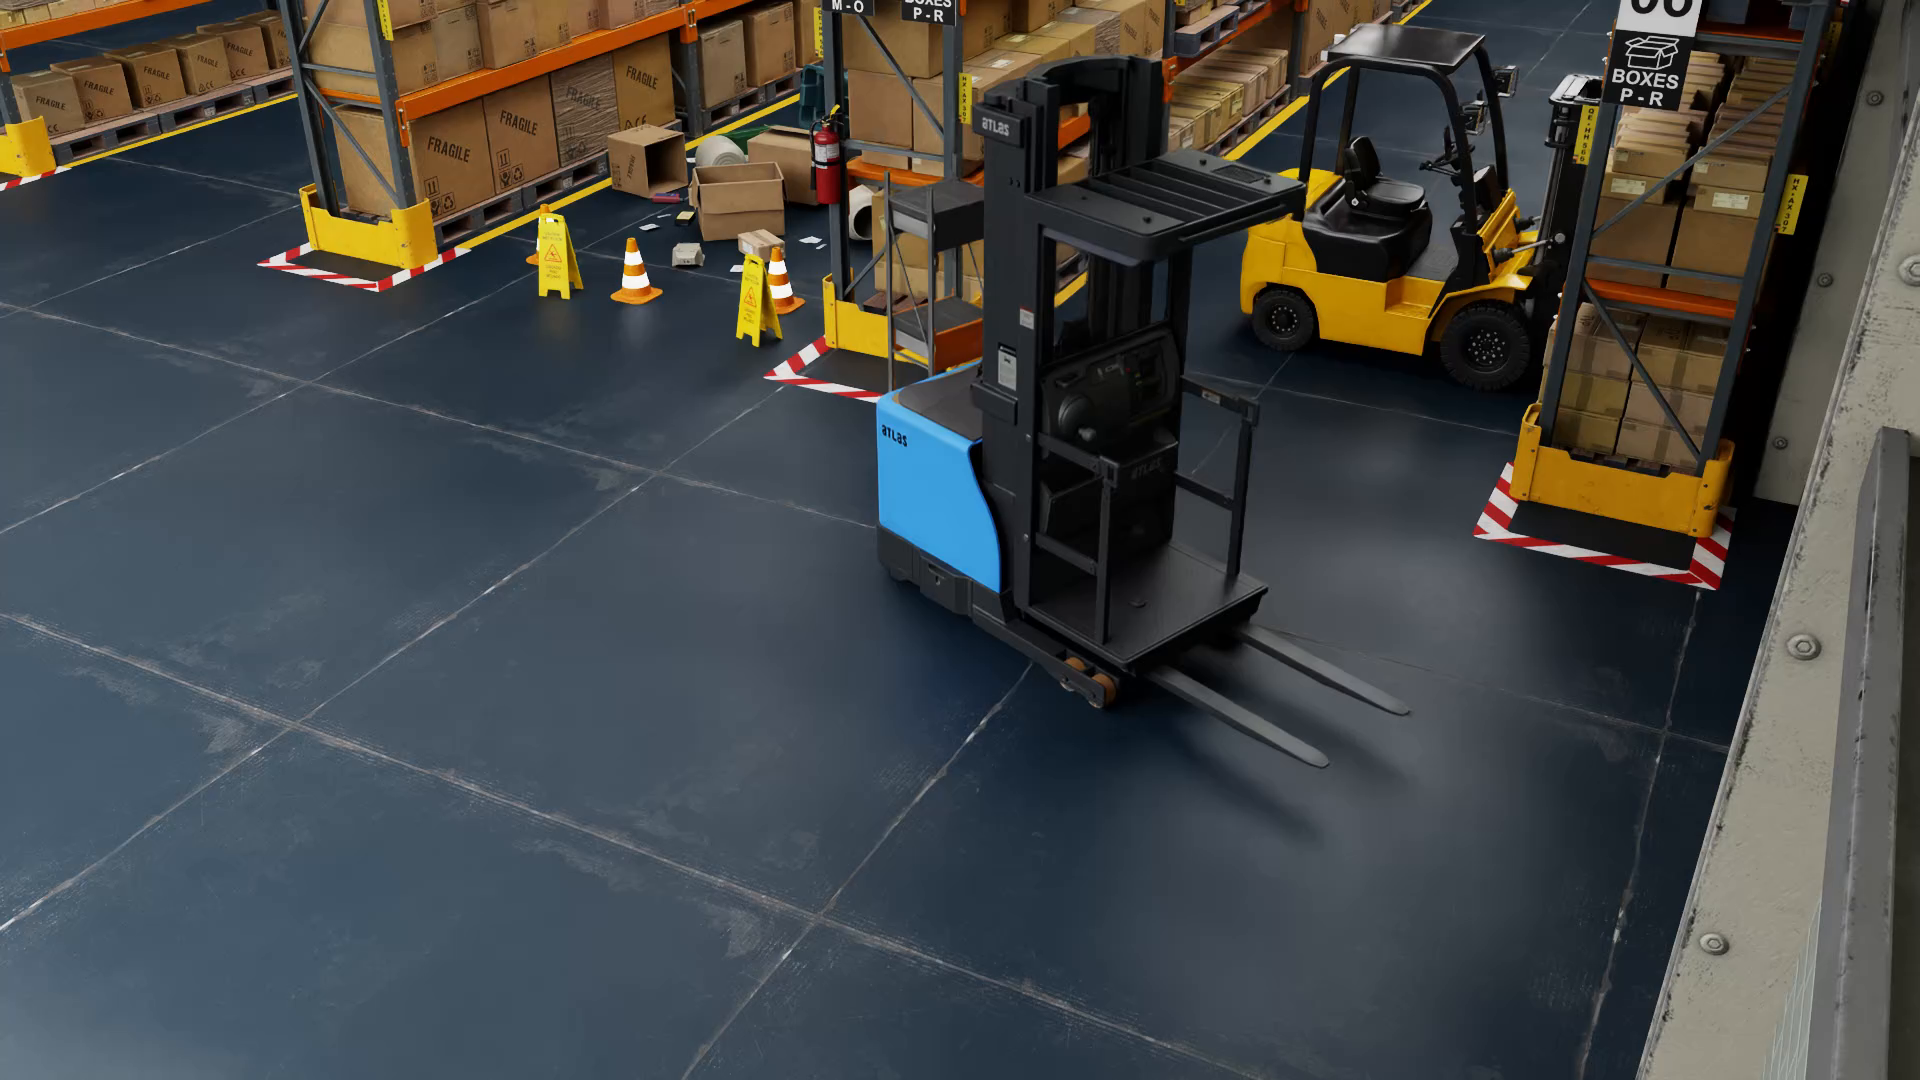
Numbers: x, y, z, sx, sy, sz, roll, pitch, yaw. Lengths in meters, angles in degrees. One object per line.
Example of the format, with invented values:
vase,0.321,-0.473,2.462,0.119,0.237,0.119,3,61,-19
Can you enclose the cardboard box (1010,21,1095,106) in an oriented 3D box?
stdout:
cardboard box,0.700,-3.648,12.691,0.500,0.500,0.500,14,33,22

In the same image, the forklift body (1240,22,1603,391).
forklift body,3.209,-2.407,11.782,2.313,2.155,1.214,14,33,23

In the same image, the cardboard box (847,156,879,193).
cardboard box,-0.911,-3.358,15.331,0.258,0.266,0.396,-7,31,-11

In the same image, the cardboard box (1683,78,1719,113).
cardboard box,4.638,-2.862,10.671,0.380,0.149,0.250,15,33,24

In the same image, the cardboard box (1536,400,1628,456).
cardboard box,3.902,-0.790,10.453,0.500,0.250,0.500,15,33,24

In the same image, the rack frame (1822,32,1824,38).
rack frame,5.791,-3.294,12.474,1.000,3.000,0.127,14,33,23

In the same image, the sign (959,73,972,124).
sign,0.032,-2.897,10.914,0.100,0.325,0.005,14,33,23

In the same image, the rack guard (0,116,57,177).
rack guard,-9.239,-3.843,15.940,1.175,0.500,0.348,14,33,23

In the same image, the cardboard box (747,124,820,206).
cardboard box,-1.486,-3.391,15.013,0.797,0.637,0.503,14,33,23

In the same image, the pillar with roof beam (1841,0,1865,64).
pillar with roof beam,6.723,-10.523,19.038,9.100,9.000,0.400,14,33,23

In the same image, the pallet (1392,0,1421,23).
pallet,5.431,-7.075,21.858,1.003,0.211,1.213,14,33,23

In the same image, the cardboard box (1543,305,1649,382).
cardboard box,3.901,-1.219,10.195,0.500,0.250,0.500,15,33,25

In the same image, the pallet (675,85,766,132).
pallet,-2.797,-4.646,17.629,1.003,0.211,1.213,14,33,23

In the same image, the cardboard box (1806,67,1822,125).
cardboard box,8.296,-4.501,16.665,0.500,0.500,0.500,14,33,23

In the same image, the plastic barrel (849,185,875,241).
plastic barrel,-0.858,-2.787,14.178,0.421,0.421,0.512,-12,32,-20

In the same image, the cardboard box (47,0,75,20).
cardboard box,-8.673,-5.070,15.819,0.380,0.149,0.250,14,33,23

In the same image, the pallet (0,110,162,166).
pallet,-8.837,-4.070,16.625,1.003,0.211,1.213,14,33,23

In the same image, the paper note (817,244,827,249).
paper note,-1.172,-2.483,14.064,0.032,0.001,0.123,14,33,23

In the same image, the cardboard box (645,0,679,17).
cardboard box,-3.239,-5.395,15.982,0.875,0.550,0.550,14,33,23

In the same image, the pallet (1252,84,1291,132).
pallet,2.836,-4.636,17.611,1.003,0.211,1.213,14,33,23

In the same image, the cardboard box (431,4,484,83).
cardboard box,-4.544,-4.212,13.921,0.875,0.550,0.550,14,33,23

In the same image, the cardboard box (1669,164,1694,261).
cardboard box,4.204,-2.069,10.241,0.500,0.500,0.500,15,33,25

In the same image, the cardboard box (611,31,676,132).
cardboard box,-3.430,-4.494,16.276,0.875,0.875,0.875,15,33,24

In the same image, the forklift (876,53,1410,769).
forklift,0.885,-0.721,8.063,1.130,2.935,3.031,-24,37,-35

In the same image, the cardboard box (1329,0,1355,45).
cardboard box,3.992,-6.134,19.131,0.875,0.875,0.875,15,33,24

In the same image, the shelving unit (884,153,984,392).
shelving unit,-0.092,-1.099,9.555,0.503,2.100,0.431,-23,37,-34

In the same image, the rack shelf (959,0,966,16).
rack shelf,0.460,-4.520,12.320,1.077,0.370,4.000,14,33,23

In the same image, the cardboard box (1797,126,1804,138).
cardboard box,5.004,-2.491,10.323,0.380,0.149,0.250,15,33,25

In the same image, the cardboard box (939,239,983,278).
cardboard box,0.173,-2.265,12.269,0.500,0.500,0.500,13,32,22

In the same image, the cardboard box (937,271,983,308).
cardboard box,0.162,-1.929,12.437,0.500,0.250,0.500,14,33,23

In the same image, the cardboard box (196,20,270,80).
cardboard box,-7.923,-5.340,18.126,0.500,0.500,0.500,-26,39,-37

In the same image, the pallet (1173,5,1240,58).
pallet,1.849,-4.641,15.012,1.003,0.211,1.213,14,33,23

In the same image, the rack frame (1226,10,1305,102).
rack frame,3.193,-6.191,17.519,1.000,3.000,0.127,14,33,23

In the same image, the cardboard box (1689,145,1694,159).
cardboard box,4.263,-2.391,10.150,0.380,0.149,0.250,14,33,23

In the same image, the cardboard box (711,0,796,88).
cardboard box,-2.436,-5.425,18.023,1.050,0.750,0.750,14,33,23

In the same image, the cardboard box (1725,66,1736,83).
cardboard box,5.357,-3.200,12.209,0.500,0.500,0.500,13,32,22

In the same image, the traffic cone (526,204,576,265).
traffic cone,-3.398,-2.536,13.702,0.336,0.463,0.334,14,33,23

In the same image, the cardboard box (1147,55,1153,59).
cardboard box,1.388,-3.985,13.930,0.380,0.149,0.250,15,33,24

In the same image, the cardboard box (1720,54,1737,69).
cardboard box,5.235,-3.422,11.646,0.380,0.149,0.250,14,33,22

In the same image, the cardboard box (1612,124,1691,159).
cardboard box,4.030,-2.297,9.688,0.380,0.149,0.250,14,33,23

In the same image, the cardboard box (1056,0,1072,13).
cardboard box,0.473,-4.440,13.067,0.700,0.500,0.500,14,33,22

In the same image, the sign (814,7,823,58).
sign,-0.936,-3.419,11.211,0.100,0.325,0.005,14,33,23

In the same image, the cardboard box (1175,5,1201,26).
cardboard box,1.904,-4.665,14.691,0.380,0.149,0.250,15,33,24

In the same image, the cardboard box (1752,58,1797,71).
cardboard box,5.461,-3.080,11.050,0.380,0.149,0.250,14,33,22

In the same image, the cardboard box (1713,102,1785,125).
cardboard box,4.793,-2.532,10.097,0.380,0.149,0.250,15,33,25

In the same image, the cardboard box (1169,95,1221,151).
cardboard box,1.932,-4.013,15.944,0.950,0.372,0.625,16,34,26
